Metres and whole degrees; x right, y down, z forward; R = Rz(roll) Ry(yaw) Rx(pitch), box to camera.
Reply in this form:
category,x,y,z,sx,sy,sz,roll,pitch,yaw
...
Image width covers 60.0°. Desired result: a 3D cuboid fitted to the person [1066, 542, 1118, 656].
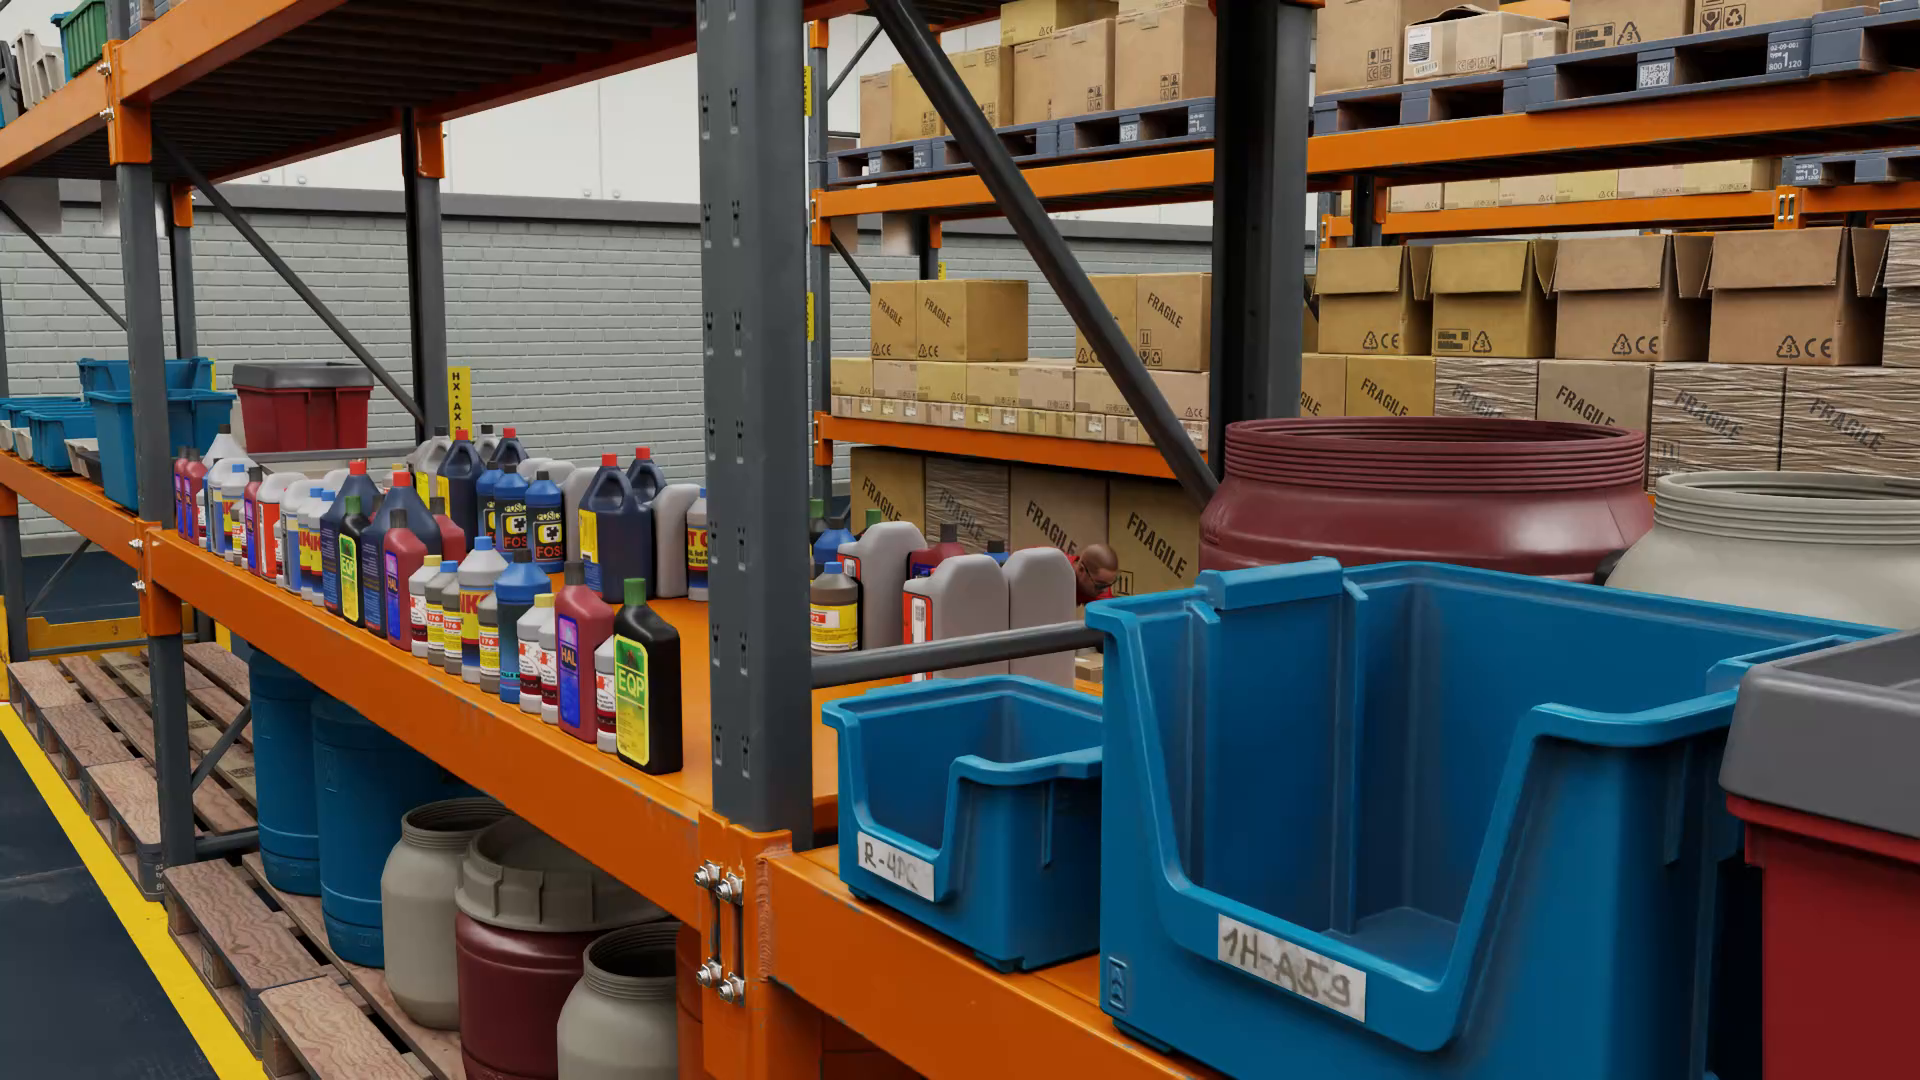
category,x,y,z,sx,sy,sz,roll,pitch,yaw
person,0.425,0.473,7.752,0.558,0.964,0.878,-6,10,-36
